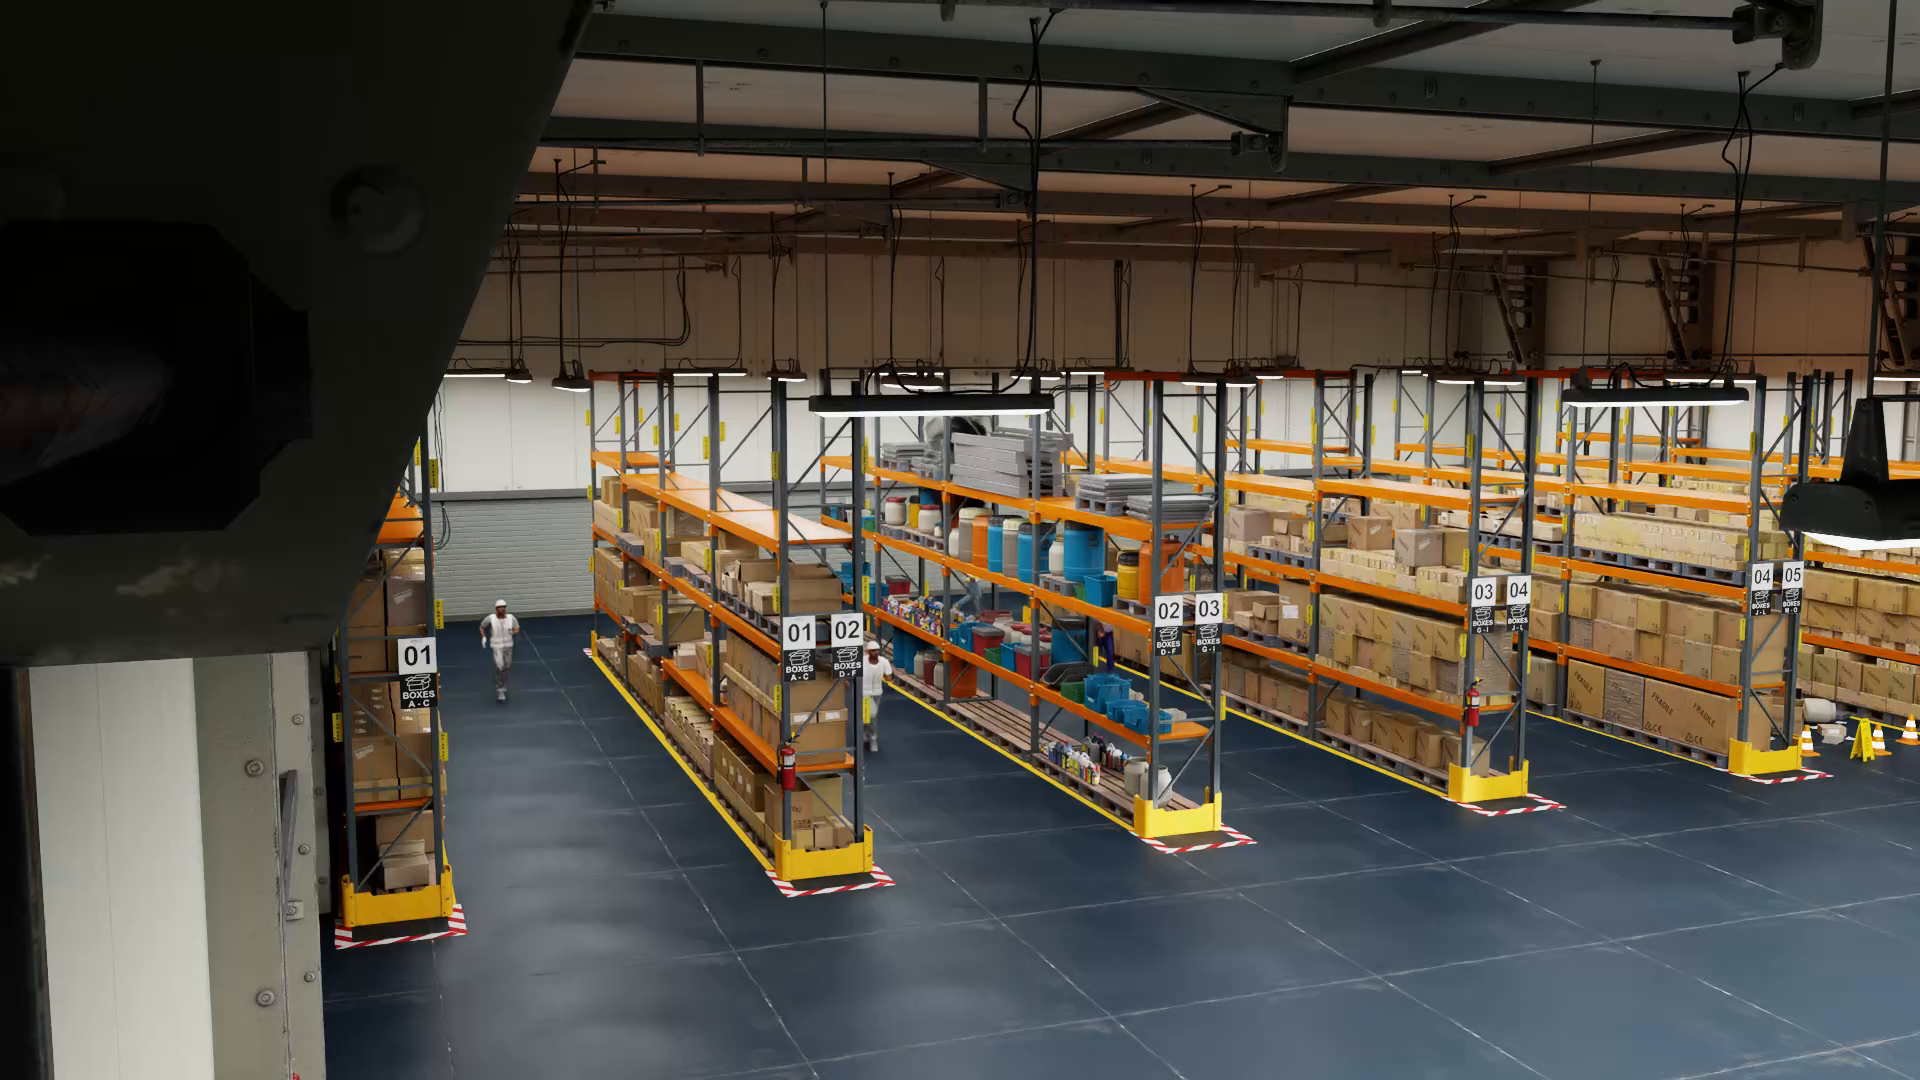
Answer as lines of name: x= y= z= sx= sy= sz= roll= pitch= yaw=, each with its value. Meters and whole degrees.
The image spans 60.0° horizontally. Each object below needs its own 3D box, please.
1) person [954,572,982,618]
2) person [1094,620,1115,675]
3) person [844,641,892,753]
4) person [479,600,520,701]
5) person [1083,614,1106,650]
person: x=0.272 y=0.986 z=39.893 sx=0.886 sy=1.773 sz=0.686 roll=1 pitch=6 yaw=10
person: x=2.750 y=1.912 z=32.192 sx=0.604 sy=1.669 sz=0.893 roll=-3 pitch=7 yaw=-24
person: x=-1.455 y=2.490 z=26.695 sx=0.728 sy=1.791 sz=0.840 roll=-3 pitch=7 yaw=-27
person: x=-8.473 y=2.018 z=30.732 sx=0.661 sy=1.847 sz=0.787 roll=-4 pitch=8 yaw=-34
person: x=2.307 y=2.062 z=30.261 sx=0.681 sy=1.836 sz=0.910 roll=-4 pitch=8 yaw=-32
